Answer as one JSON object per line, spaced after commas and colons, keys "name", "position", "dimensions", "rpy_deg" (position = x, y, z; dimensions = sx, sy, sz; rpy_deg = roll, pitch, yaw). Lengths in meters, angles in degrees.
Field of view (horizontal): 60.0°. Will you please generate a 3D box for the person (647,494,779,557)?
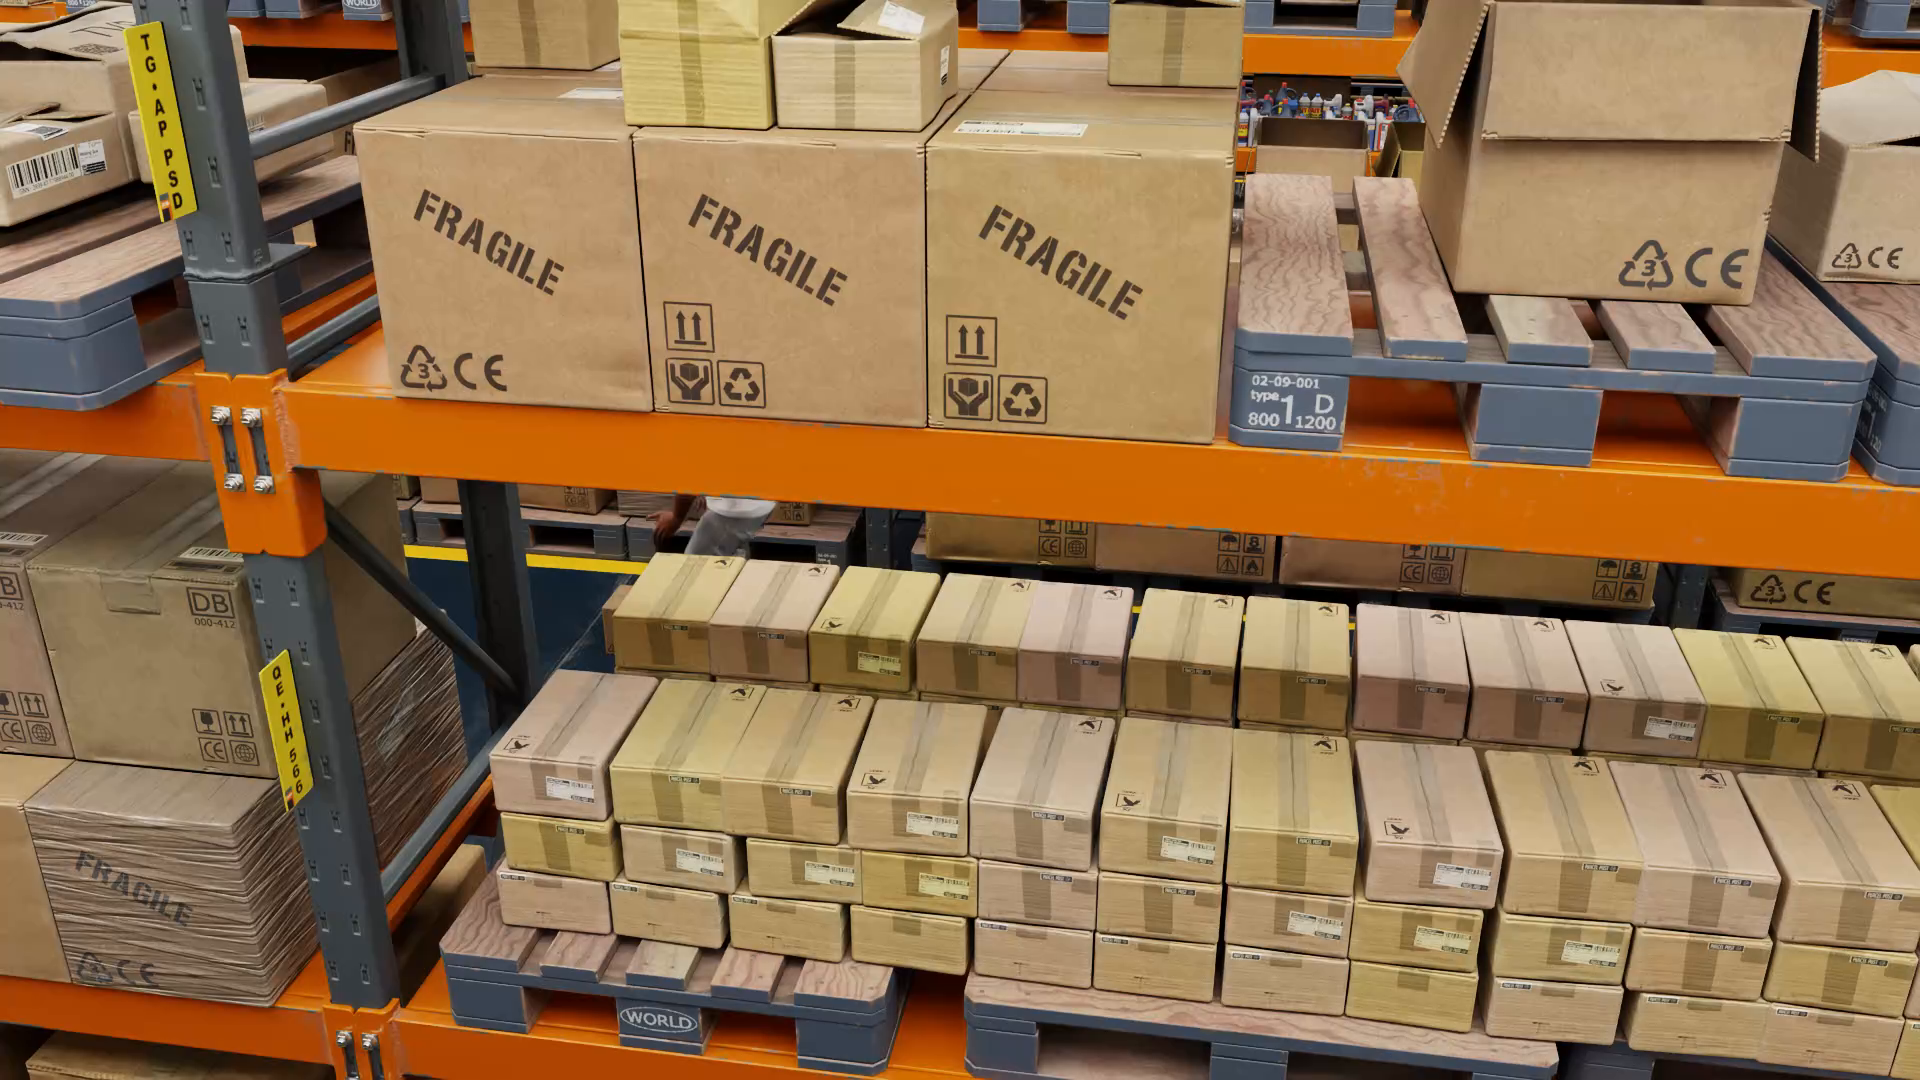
{"name": "person", "position": [-1.123, -0.184, 7.638], "dimensions": [0.576, 1.633, 0.613], "rpy_deg": [6, 25, 12]}
